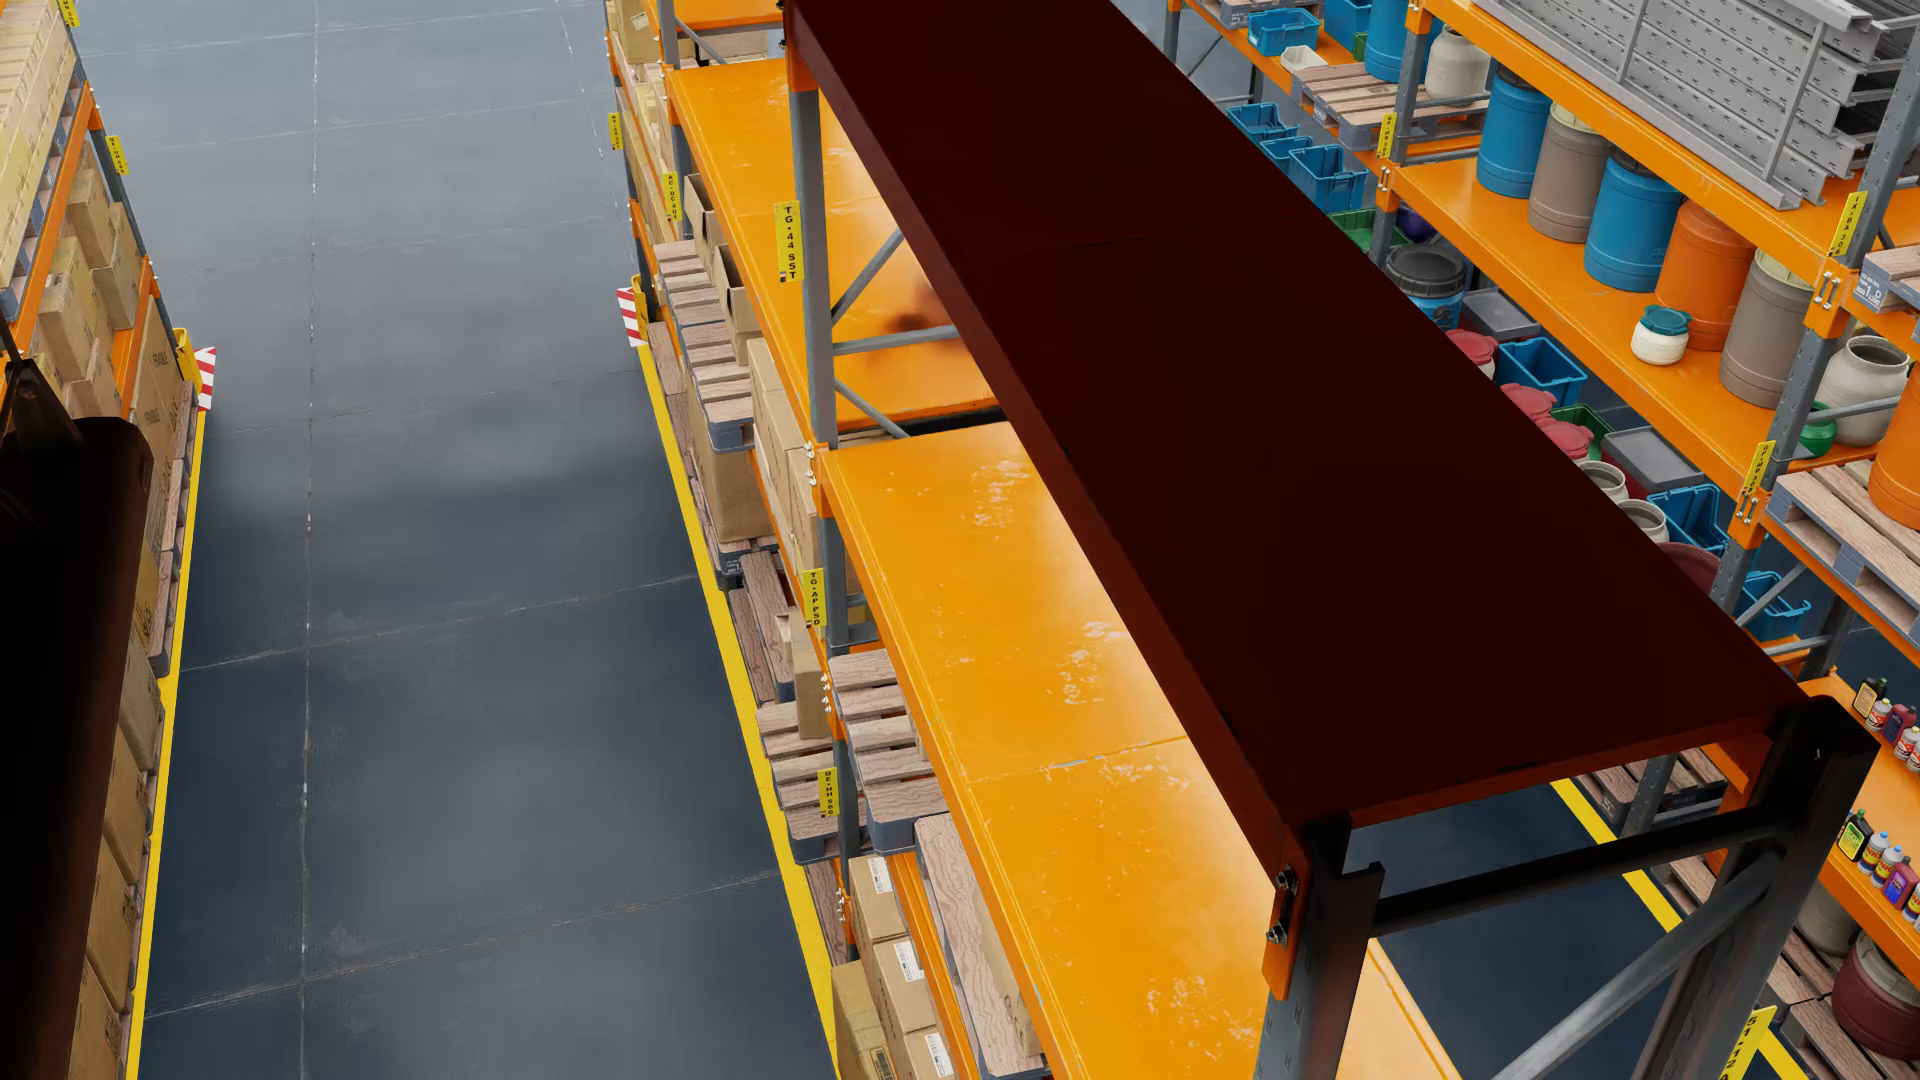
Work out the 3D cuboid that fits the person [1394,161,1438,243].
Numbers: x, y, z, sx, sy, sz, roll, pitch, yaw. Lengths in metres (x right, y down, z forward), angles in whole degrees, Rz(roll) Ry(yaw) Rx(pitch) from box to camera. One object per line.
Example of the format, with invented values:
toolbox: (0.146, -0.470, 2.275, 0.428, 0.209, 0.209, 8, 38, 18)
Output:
person: (4.145, -2.917, 15.259, 0.644, 1.605, 0.616, -13, 40, -16)
